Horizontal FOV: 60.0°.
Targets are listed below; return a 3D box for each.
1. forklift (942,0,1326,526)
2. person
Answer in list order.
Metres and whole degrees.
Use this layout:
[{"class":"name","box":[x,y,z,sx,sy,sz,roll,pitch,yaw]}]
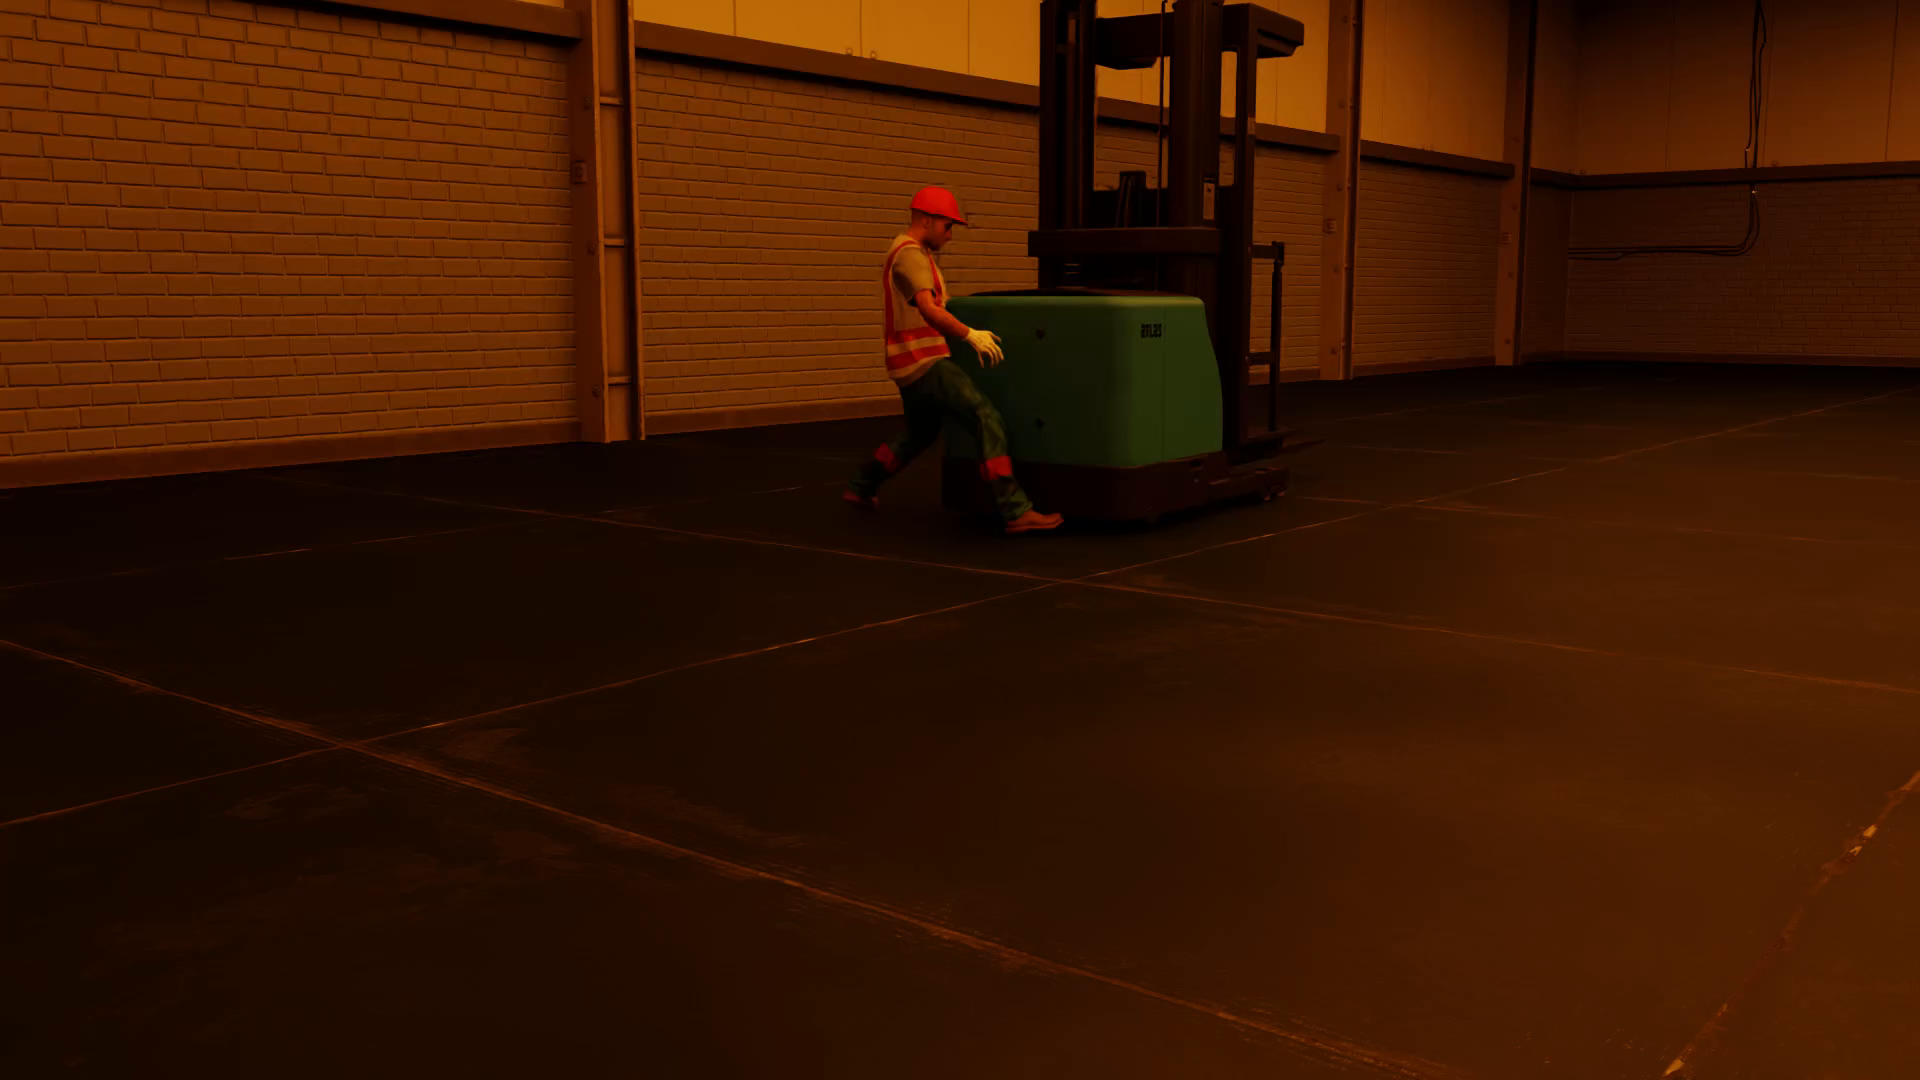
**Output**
[{"class":"forklift","box":[1.124,-1.687,8.812,1.130,2.935,3.031,5,10,32]},{"class":"person","box":[-0.058,-0.871,7.916,1.003,1.589,1.159,-1,8,-5]}]
